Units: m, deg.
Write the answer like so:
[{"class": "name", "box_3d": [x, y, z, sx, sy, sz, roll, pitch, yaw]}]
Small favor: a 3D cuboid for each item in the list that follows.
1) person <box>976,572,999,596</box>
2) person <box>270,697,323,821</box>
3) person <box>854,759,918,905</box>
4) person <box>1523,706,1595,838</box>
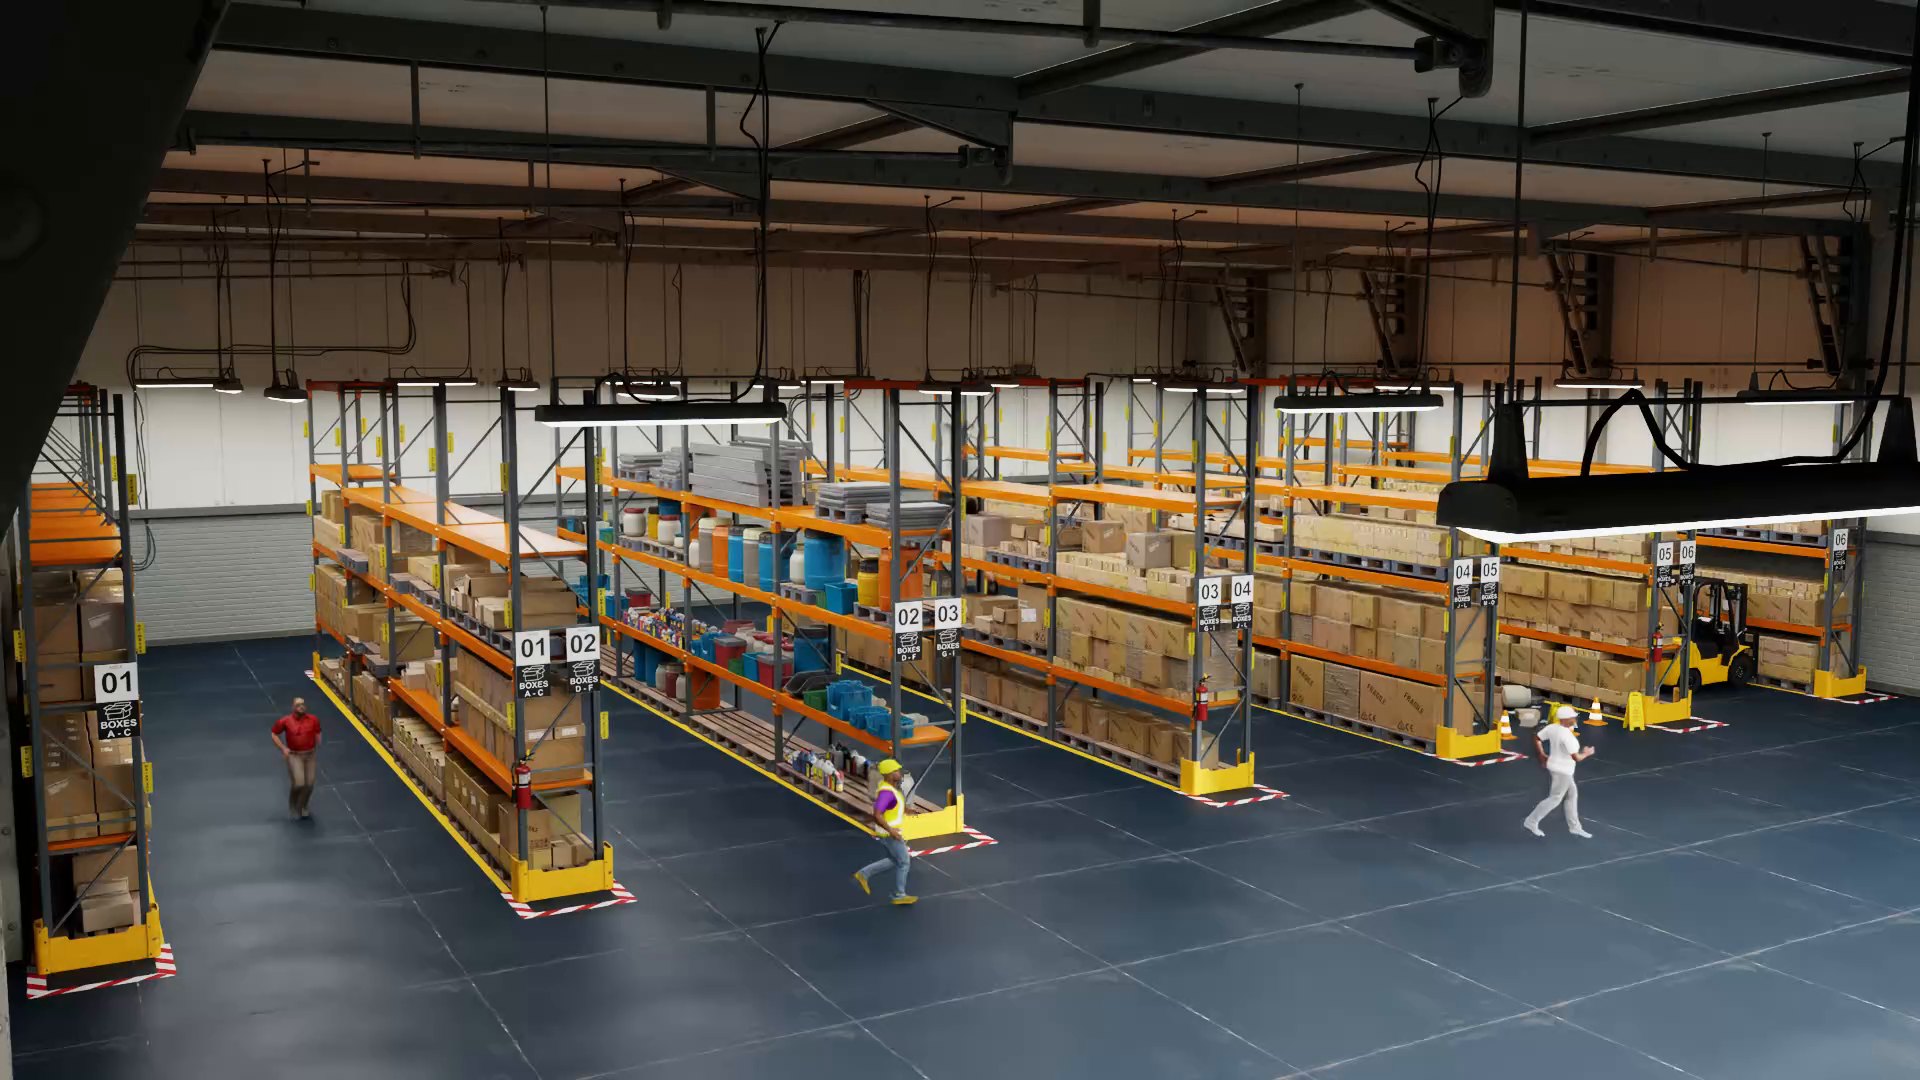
[{"class": "person", "box_3d": [0.640, 1.522, 37.558, 0.646, 1.668, 0.694, -3, 7, -24]}, {"class": "person", "box_3d": [-9.105, 3.046, 23.025, 0.645, 1.726, 0.632, -6, 8, -43]}, {"class": "person", "box_3d": [-0.849, 3.407, 19.401, 0.716, 1.735, 0.703, -1, 6, -5]}, {"class": "person", "box_3d": [7.952, 3.083, 22.042, 0.950, 1.780, 0.688, 0, 6, 1]}]
